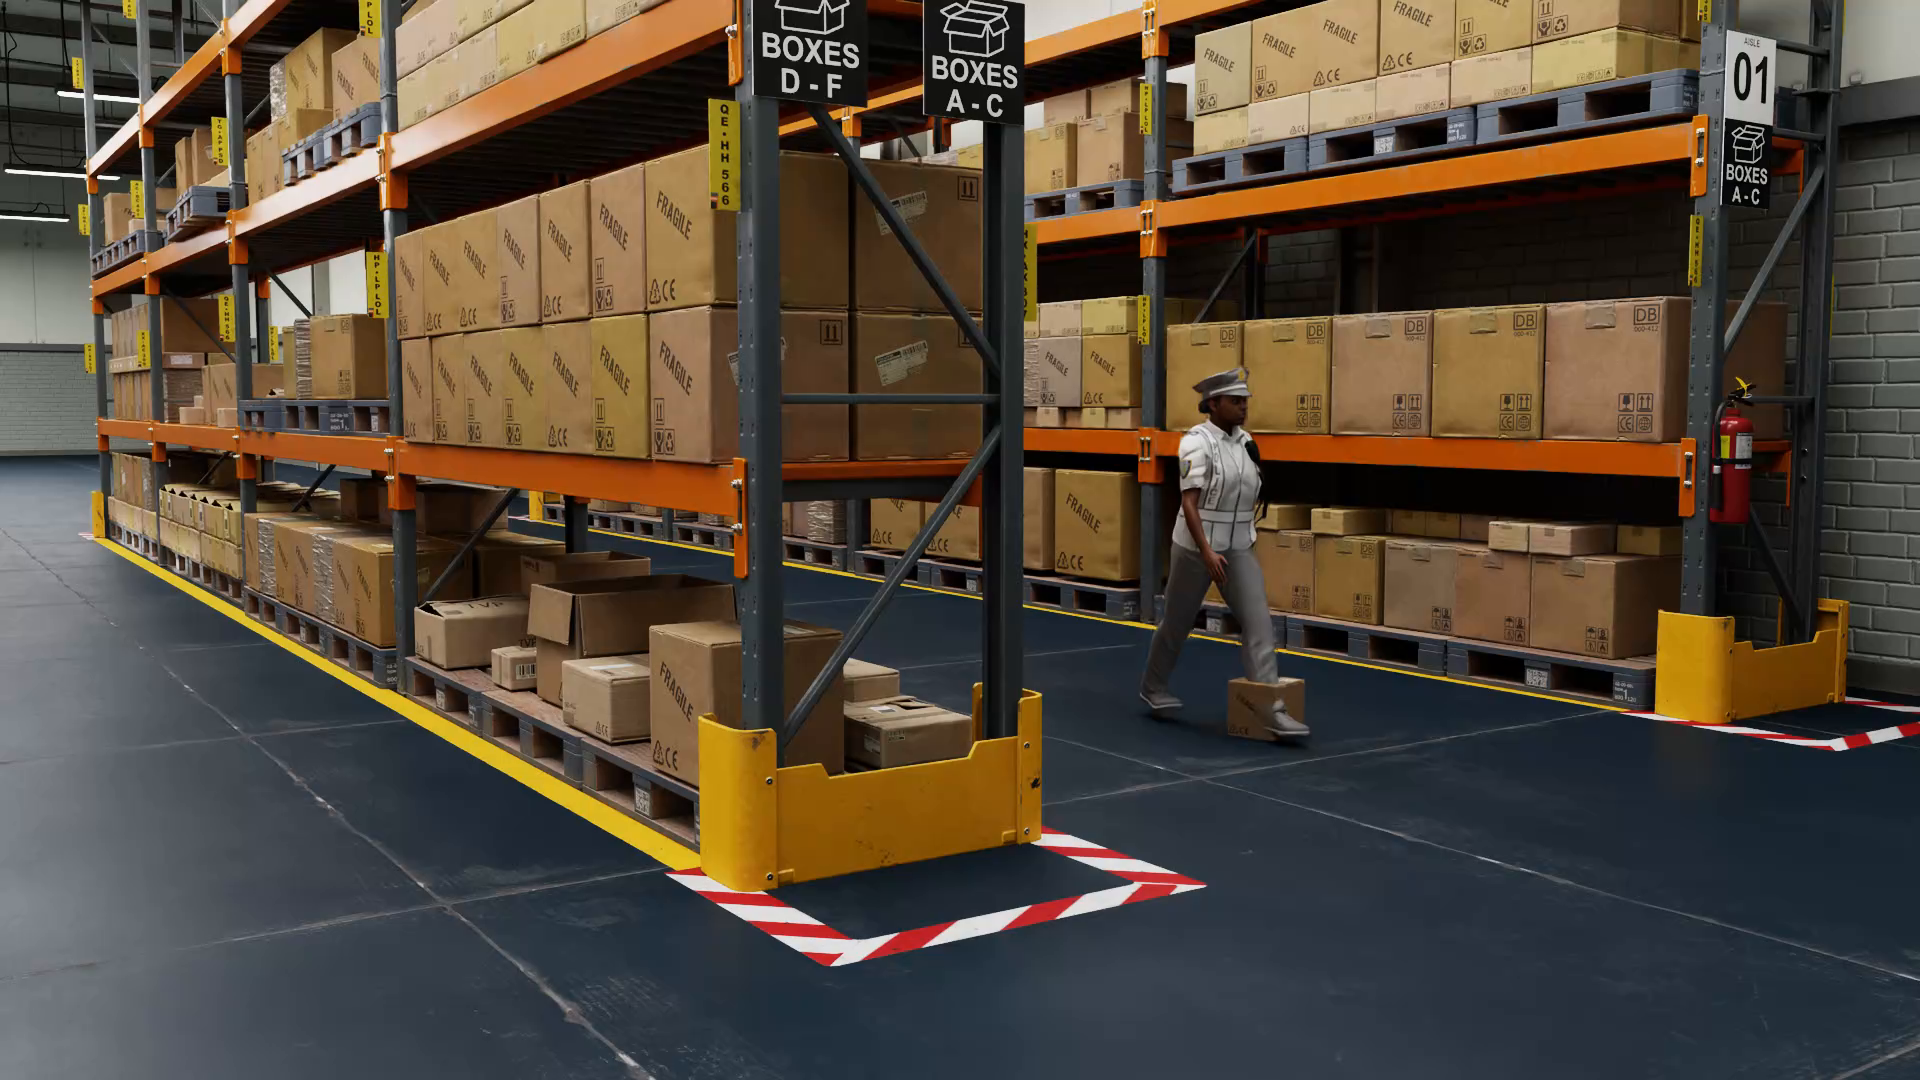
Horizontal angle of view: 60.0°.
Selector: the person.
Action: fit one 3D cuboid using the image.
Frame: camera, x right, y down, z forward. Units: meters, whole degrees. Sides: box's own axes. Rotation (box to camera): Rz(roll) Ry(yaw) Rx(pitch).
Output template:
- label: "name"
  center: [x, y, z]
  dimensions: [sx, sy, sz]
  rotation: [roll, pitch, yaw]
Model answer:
- label: "person"
  center: [1.176, 0.031, 7.525]
  dimensions: [0.474, 1.615, 1.030]
  rotation: [-3, 5, -30]
